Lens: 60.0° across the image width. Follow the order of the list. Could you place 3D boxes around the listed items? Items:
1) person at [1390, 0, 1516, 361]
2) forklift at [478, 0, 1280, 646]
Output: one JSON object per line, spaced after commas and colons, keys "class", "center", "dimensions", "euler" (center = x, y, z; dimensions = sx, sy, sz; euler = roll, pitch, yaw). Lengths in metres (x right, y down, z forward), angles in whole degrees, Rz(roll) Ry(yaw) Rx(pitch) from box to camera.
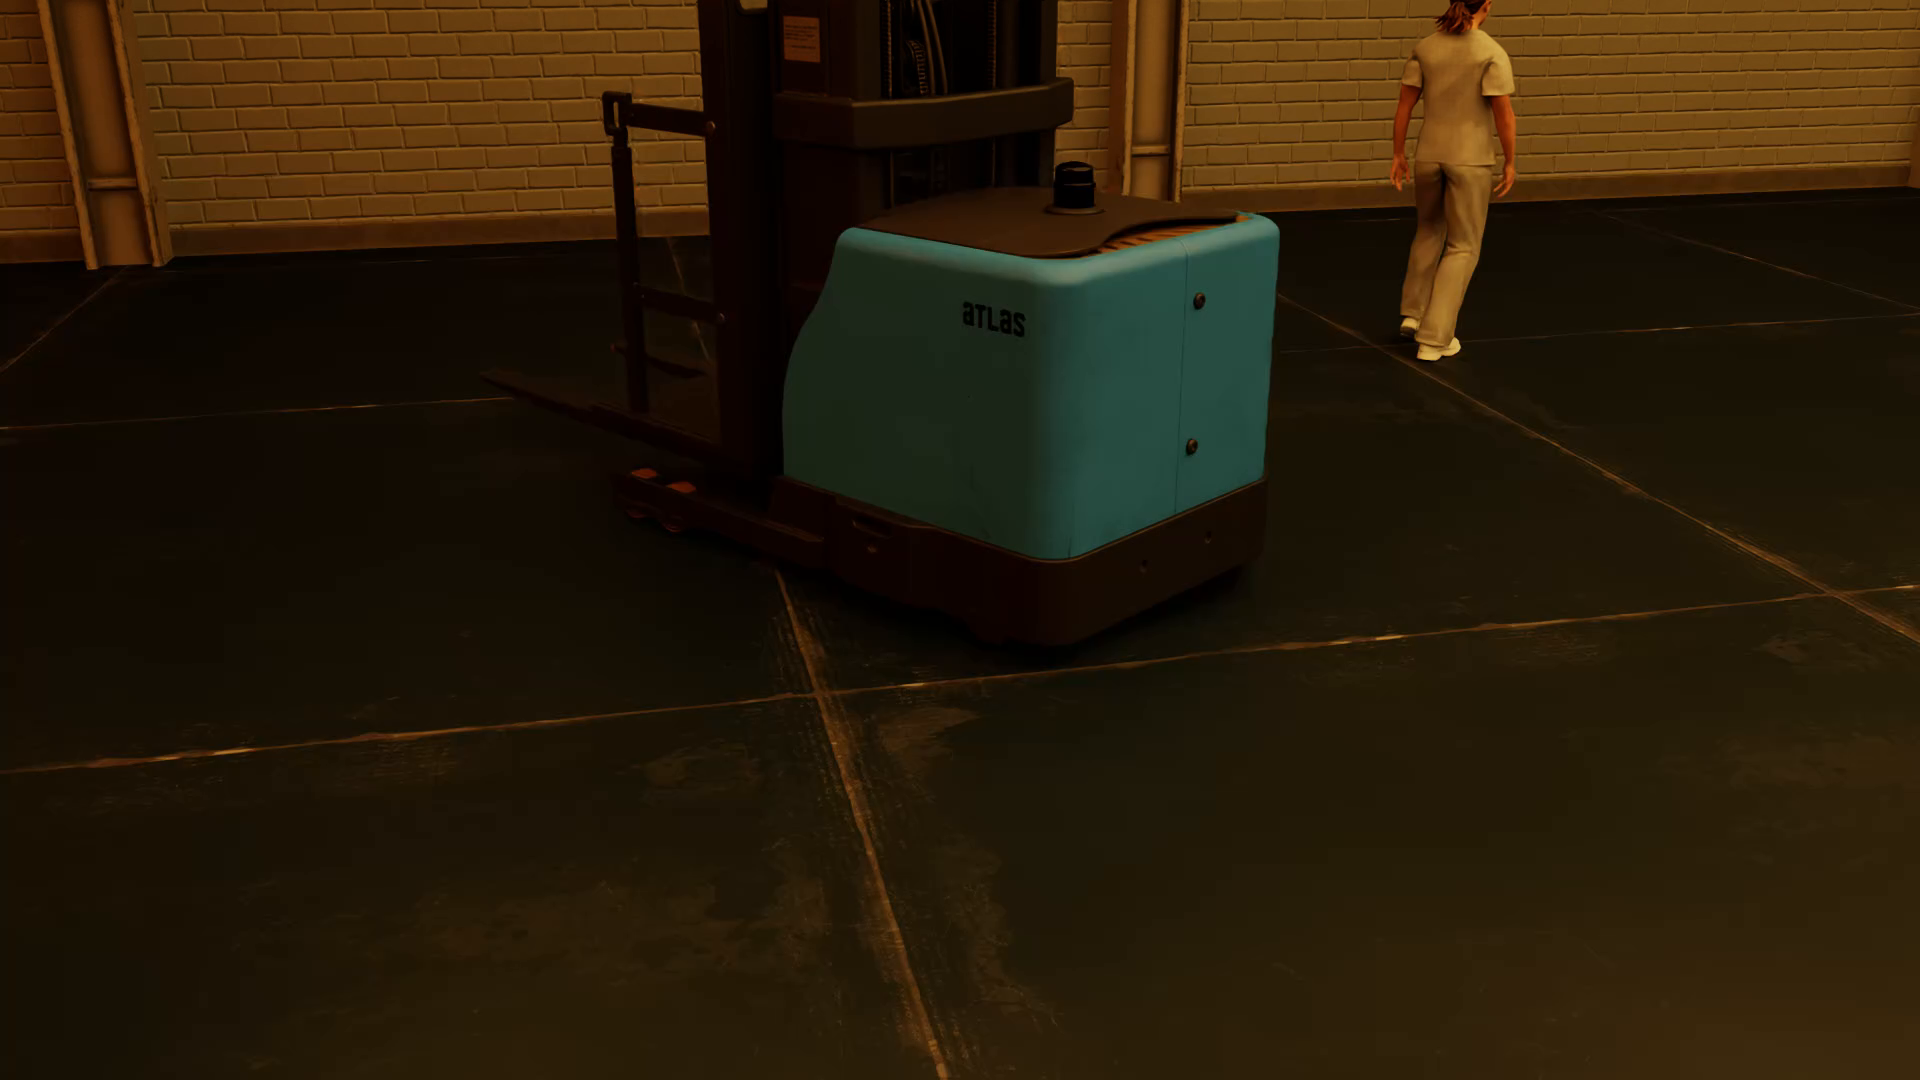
{"class": "person", "center": [2.169, -1.616, 7.296], "dimensions": [0.545, 1.710, 0.530], "euler": [19, 28, 40]}
{"class": "forklift", "center": [-0.504, -1.512, 5.149], "dimensions": [3.031, 2.935, 1.130], "euler": [18, 28, 40]}
